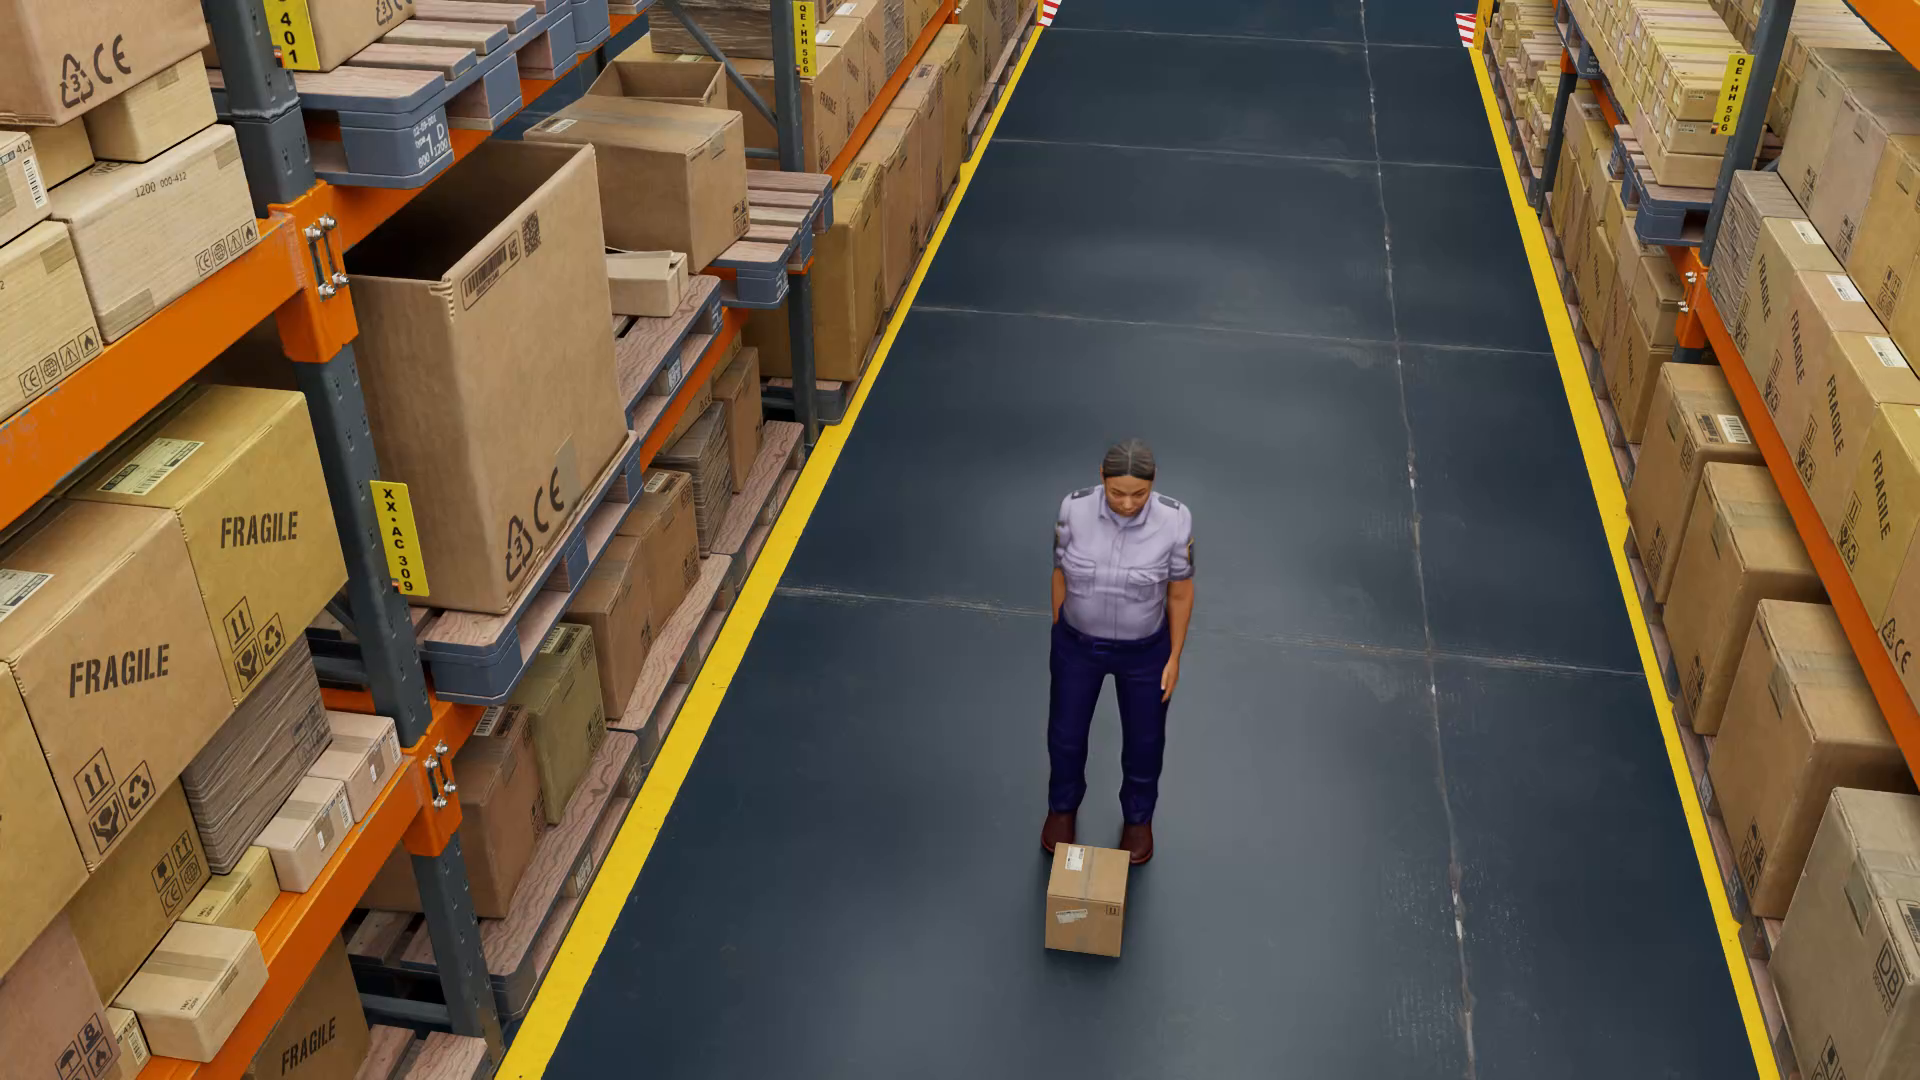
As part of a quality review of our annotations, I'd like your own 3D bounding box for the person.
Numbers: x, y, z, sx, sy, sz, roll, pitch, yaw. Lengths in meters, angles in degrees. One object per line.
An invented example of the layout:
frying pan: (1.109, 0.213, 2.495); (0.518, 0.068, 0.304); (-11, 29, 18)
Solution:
person: (0.519, 0.635, 5.660); (0.538, 1.114, 0.770); (5, 33, 8)
